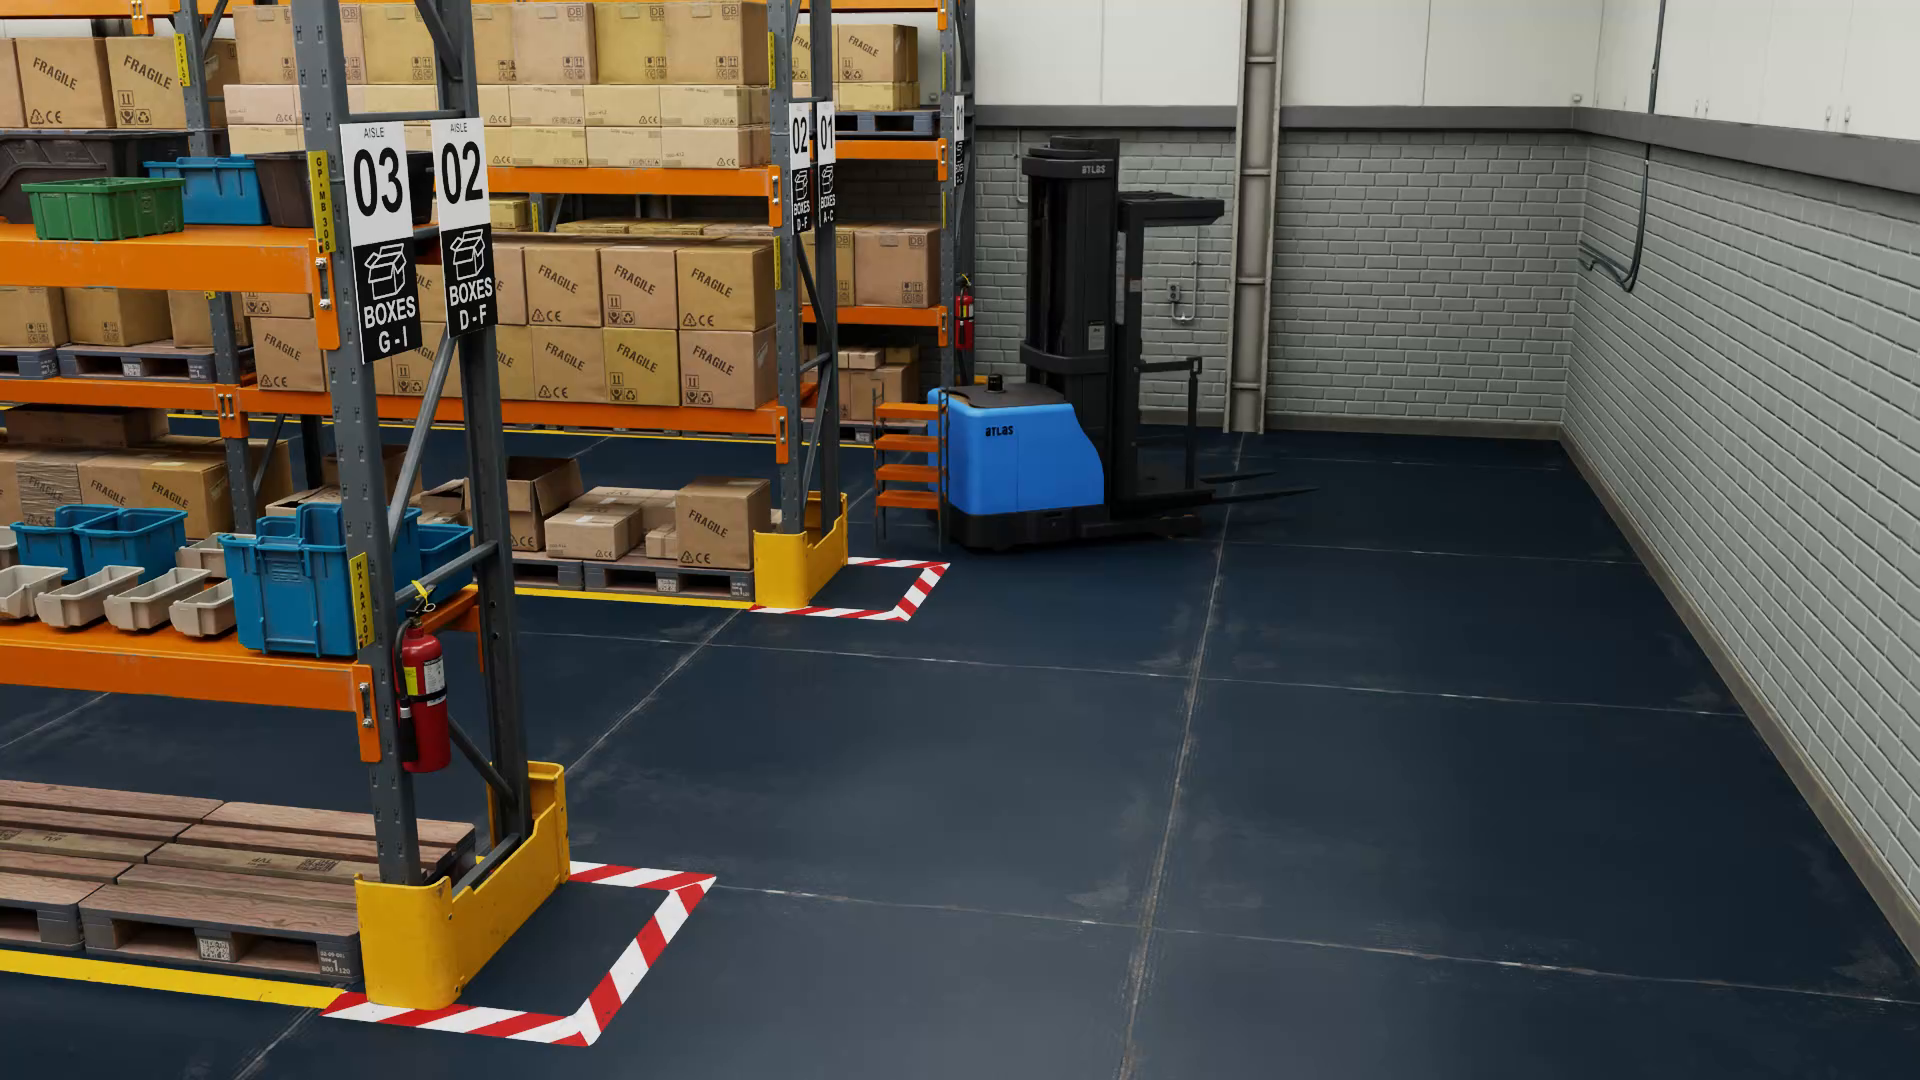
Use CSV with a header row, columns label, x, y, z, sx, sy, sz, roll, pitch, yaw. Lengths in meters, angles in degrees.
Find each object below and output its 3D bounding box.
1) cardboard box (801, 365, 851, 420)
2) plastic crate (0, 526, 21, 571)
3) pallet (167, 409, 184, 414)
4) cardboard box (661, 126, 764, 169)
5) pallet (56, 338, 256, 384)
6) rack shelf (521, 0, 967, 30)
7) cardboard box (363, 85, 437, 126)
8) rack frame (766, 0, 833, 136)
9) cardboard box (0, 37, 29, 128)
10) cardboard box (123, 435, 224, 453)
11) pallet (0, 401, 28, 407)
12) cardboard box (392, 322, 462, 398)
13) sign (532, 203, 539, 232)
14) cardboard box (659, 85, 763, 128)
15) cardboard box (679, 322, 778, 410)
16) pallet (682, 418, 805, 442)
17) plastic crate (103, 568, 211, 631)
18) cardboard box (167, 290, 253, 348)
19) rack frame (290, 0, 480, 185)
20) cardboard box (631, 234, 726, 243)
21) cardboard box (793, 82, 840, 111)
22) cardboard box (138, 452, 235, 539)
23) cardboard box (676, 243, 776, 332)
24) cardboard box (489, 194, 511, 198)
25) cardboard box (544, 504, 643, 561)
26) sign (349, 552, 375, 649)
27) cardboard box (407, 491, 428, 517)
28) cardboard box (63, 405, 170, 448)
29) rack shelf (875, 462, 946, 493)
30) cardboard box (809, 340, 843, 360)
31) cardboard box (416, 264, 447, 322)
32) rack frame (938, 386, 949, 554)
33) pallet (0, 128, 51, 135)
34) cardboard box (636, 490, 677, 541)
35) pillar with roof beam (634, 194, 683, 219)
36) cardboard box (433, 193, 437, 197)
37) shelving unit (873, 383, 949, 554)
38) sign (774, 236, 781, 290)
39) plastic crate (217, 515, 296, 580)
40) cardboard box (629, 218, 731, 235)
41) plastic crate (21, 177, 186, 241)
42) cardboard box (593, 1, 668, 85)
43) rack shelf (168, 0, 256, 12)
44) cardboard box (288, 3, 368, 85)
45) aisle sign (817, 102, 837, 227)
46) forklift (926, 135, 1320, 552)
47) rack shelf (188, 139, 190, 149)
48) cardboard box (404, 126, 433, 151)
label,x,y,z,sx,sy,sz,roll,pitch,yaw
cardboard box,-1.213,-1.480,16.113,0.500,0.500,0.700,3,16,11
plastic crate,-4.144,0.046,7.089,0.466,0.136,0.293,3,16,11
pallet,-8.622,-1.569,17.760,1.213,0.211,1.003,3,16,11
cardboard box,-1.556,-2.481,10.490,0.500,0.250,0.500,3,16,11
pallet,-5.681,-1.340,12.071,1.213,0.211,1.003,3,16,11
rack shelf,-1.976,-4.903,15.432,4.000,0.370,1.077,3,16,11
cardboard box,-3.515,-2.829,10.813,0.500,0.250,0.500,3,16,11
rack frame,-1.000,-4.040,10.220,0.127,3.000,1.000,3,16,11
cardboard box,-6.706,-3.222,11.726,0.600,0.600,0.600,2,16,9
cardboard box,-5.870,-0.484,12.479,0.500,0.500,0.500,3,16,12
pallet,-9.813,-1.634,17.996,1.213,0.211,1.003,3,16,11
cardboard box,-3.482,-1.258,11.227,0.500,0.500,0.500,3,16,11
sign,-4.035,-3.035,15.810,0.005,0.325,0.100,3,16,11
cardboard box,-1.554,-2.724,10.432,0.500,0.250,0.500,3,16,11
cardboard box,-1.493,-1.150,10.837,0.500,0.500,0.500,4,16,13
pallet,-2.008,-1.189,16.388,1.213,0.211,1.003,3,16,11
plastic crate,-3.107,0.230,6.426,0.243,0.136,0.396,3,16,11
cardboard box,-5.339,-1.696,12.022,0.500,0.500,0.700,-2,16,-8
rack frame,-1.991,-2.745,5.543,0.127,3.000,1.000,3,16,11
cardboard box,-1.896,-1.797,11.302,0.500,0.500,0.500,3,16,12
cardboard box,-1.297,-4.066,15.239,0.500,0.250,0.500,3,16,9
cardboard box,-5.460,-0.320,11.888,0.500,0.500,0.500,3,16,11
cardboard box,-1.491,-1.631,10.700,0.500,0.500,0.500,3,16,11
cardboard box,-4.849,-3.339,16.741,0.500,0.250,0.500,3,16,12
cardboard box,-2.507,-0.059,11.412,0.500,0.250,0.500,3,16,11
sign,-2.084,0.213,5.799,0.005,0.325,0.100,3,16,11
cardboard box,-3.925,-0.240,12.254,0.250,0.149,0.380,3,16,11
cardboard box,-6.325,-0.873,12.479,0.500,0.250,0.500,3,16,11
rack shelf,-0.354,-0.457,12.148,0.480,0.148,0.258,4,16,14
cardboard box,-1.302,-1.852,16.241,0.250,0.149,0.380,3,16,12
cardboard box,-3.505,-1.738,11.088,0.500,0.500,0.500,3,16,9
rack frame,-0.117,-0.506,12.073,0.015,1.200,0.240,4,16,14
pallet,-6.562,-2.824,11.802,1.003,0.211,1.213,3,16,11
cardboard box,-1.966,-0.166,11.798,0.500,0.250,0.500,3,16,11
pillar with roof beam,-3.936,-4.612,12.284,0.400,9.000,9.100,3,16,11
cardboard box,-5.341,-3.364,16.832,0.500,0.250,0.500,3,16,9
shelving unit,-0.354,-0.522,12.130,0.503,1.200,0.258,4,16,14
sign,-1.130,-1.715,10.304,0.005,0.325,0.100,3,16,11
plastic crate,-2.812,0.064,6.843,0.300,0.233,0.416,3,16,11
cardboard box,-2.694,-2.729,16.163,0.700,0.700,0.980,3,16,10
plastic crate,-3.014,-1.175,5.891,0.336,0.188,0.450,3,16,11
cardboard box,-1.980,-3.196,10.733,0.500,0.500,0.700,3,16,11
rack shelf,-6.880,-3.820,11.522,4.000,0.370,1.077,3,16,11
cardboard box,-3.974,-3.258,10.955,0.500,0.500,0.700,3,16,11
aisle sign,-0.875,-2.475,10.938,0.004,0.787,0.394,3,16,11
forklift,1.309,-1.549,12.595,3.031,2.935,1.130,-6,16,-20
rack shelf,-5.896,-3.863,16.548,4.000,0.370,1.077,3,16,11
cardboard box,-3.514,-2.590,10.884,0.500,0.250,0.500,3,16,11
